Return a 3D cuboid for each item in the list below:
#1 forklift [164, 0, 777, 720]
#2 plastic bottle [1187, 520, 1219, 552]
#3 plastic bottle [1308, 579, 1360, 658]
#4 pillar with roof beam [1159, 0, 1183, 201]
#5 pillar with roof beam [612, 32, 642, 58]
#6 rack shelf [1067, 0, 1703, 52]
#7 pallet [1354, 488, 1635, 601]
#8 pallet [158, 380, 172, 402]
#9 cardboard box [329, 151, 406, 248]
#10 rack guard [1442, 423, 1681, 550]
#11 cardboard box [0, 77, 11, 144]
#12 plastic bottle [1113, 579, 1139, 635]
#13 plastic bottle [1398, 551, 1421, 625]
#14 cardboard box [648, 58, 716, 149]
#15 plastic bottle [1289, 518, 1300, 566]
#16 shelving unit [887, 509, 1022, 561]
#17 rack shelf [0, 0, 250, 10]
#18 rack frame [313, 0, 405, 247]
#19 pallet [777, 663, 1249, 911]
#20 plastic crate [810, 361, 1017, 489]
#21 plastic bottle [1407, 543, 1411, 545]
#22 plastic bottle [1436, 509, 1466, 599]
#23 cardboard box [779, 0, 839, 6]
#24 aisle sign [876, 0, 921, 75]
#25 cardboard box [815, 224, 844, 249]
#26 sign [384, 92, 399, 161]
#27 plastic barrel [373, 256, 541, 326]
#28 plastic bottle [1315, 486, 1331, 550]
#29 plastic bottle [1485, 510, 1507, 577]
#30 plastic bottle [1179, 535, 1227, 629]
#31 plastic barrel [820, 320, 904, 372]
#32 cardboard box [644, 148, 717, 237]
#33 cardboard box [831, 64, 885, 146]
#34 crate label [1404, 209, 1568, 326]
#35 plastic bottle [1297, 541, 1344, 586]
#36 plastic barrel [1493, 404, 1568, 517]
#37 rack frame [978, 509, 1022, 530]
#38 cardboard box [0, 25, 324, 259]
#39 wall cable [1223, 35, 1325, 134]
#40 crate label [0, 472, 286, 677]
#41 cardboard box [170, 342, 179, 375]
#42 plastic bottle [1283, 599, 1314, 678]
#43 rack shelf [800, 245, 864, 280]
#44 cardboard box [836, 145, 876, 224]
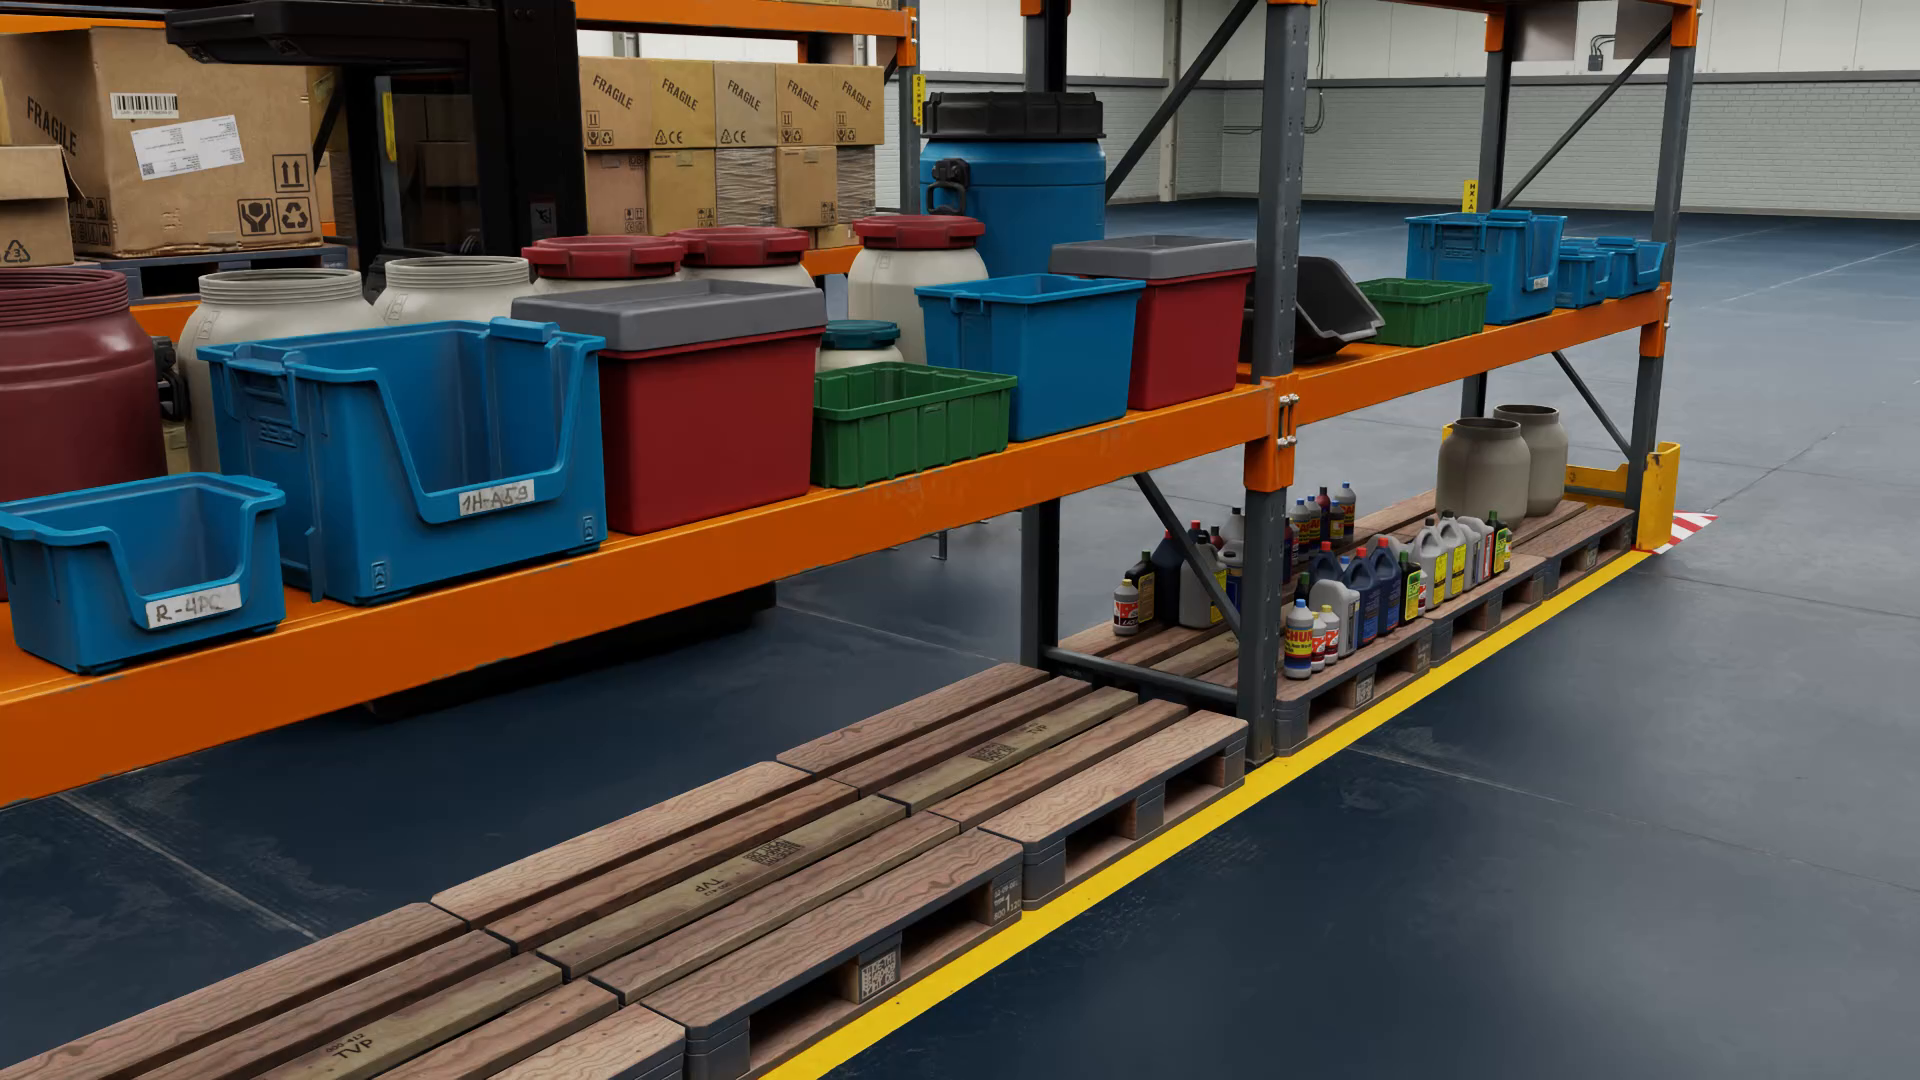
[{"bbox_3d":[-2.218,-0.910,6.252,3.031,2.935,1.130,-13,19,-41],"label":"forklift"},{"bbox_3d":[0.949,0.091,6.658,0.144,0.351,0.185,10,17,35],"label":"plastic bottle"},{"bbox_3d":[1.371,0.273,6.095,0.152,0.276,0.135,12,19,40],"label":"plastic bottle"},{"bbox_3d":[8.803,-12.601,39.949,9.100,9.000,0.400,11,18,38],"label":"pillar with roof beam"},{"bbox_3d":[-2.510,-9.154,26.379,9.100,9.000,0.400,11,18,38],"label":"pillar with roof beam"},{"bbox_3d":[1.905,-2.263,6.807,1.077,0.370,4.000,11,18,38],"label":"rack shelf"},{"bbox_3d":[2.636,-0.013,8.243,1.003,0.211,1.213,11,18,38],"label":"pallet"},{"bbox_3d":[-6.460,-1.110,12.564,1.003,0.211,1.213,11,18,38],"label":"pallet"},{"bbox_3d":[-2.874,-1.810,8.850,0.875,0.500,0.500,11,18,38],"label":"cardboard box"},{"bbox_3d":[3.151,-0.307,8.817,1.175,0.500,0.348,11,18,38],"label":"rack guard"},{"bbox_3d":[-6.740,-2.989,11.800,0.875,0.550,0.550,11,18,38],"label":"cardboard box"},{"bbox_3d":[0.634,0.251,6.334,0.097,0.201,0.097,0,14,0],"label":"plastic bottle"},{"bbox_3d":[1.733,0.177,6.457,0.061,0.283,0.133,12,19,40],"label":"plastic bottle"},{"bbox_3d":[-1.791,-2.554,9.747,0.500,0.500,0.500,11,18,38],"label":"cardboard box"},{"bbox_3d":[1.440,0.005,7.300,0.097,0.201,0.097,0,14,0],"label":"plastic bottle"},{"bbox_3d":[0.004,-0.728,8.443,0.431,1.500,0.755,11,18,38],"label":"shelving unit"},{"bbox_3d":[-4.461,-2.263,6.809,1.077,0.370,4.000,11,18,38],"label":"rack shelf"},{"bbox_3d":[-3.204,-1.541,8.597,1.000,3.000,0.127,11,18,38],"label":"rack frame"},{"bbox_3d":[0.185,0.733,5.308,1.003,0.211,1.213,11,18,38],"label":"pallet"},{"bbox_3d":[-0.227,-0.295,4.121,0.450,0.188,0.662,11,18,38],"label":"plastic crate"},{"bbox_3d":[1.859,0.115,6.869,0.097,0.201,0.097,0,14,0],"label":"plastic bottle"},{"bbox_3d":[1.981,0.053,6.811,0.144,0.351,0.185,12,19,40],"label":"plastic bottle"},{"bbox_3d":[-1.107,-3.461,10.365,0.500,0.250,0.500,11,18,38],"label":"cardboard box"},{"bbox_3d":[-0.418,-3.533,11.156,0.394,0.787,0.004,11,18,38],"label":"aisle sign"},{"bbox_3d":[-0.984,-1.995,10.895,0.380,0.149,0.250,11,18,38],"label":"cardboard box"},{"bbox_3d":[-2.771,-2.017,8.119,0.100,0.325,0.005,11,18,38],"label":"sign"},{"bbox_3d":[-1.121,-0.373,3.774,0.421,0.512,0.421,0,14,0],"label":"plastic barrel"},{"bbox_3d":[1.624,-0.098,7.539,0.061,0.283,0.133,12,18,38],"label":"plastic bottle"},{"bbox_3d":[2.289,0.007,7.125,0.061,0.283,0.133,12,18,39],"label":"plastic bottle"},{"bbox_3d":[0.941,0.150,6.425,0.144,0.351,0.185,11,18,38],"label":"plastic bottle"},{"bbox_3d":[-0.303,-0.478,4.693,0.301,0.262,0.301,0,14,0],"label":"plastic barrel"},{"bbox_3d":[-1.950,-2.101,9.995,0.875,0.500,0.500,11,18,38],"label":"cardboard box"},{"bbox_3d":[-0.844,-2.841,10.875,0.500,0.500,0.500,11,18,38],"label":"cardboard box"},{"bbox_3d":[2.216,-1.163,7.039,0.502,0.435,0.616,11,18,38],"label":"crate label"},{"bbox_3d":[1.366,0.183,6.295,0.144,0.351,0.185,11,18,38],"label":"plastic bottle"},{"bbox_3d":[2.808,-0.401,8.307,0.421,0.512,0.421,0,14,0],"label":"plastic barrel"},{"bbox_3d":[0.234,-0.798,8.719,0.400,1.500,0.023,11,18,38],"label":"rack frame"},{"bbox_3d":[-3.813,-1.905,7.958,1.000,1.000,1.000,11,18,38],"label":"cardboard box"},{"bbox_3d":[8.335,-12.122,44.369,3.097,2.526,0.112,11,18,38],"label":"wall cable"},{"bbox_3d":[-1.310,0.050,2.674,0.303,0.233,0.416,11,18,38],"label":"crate label"},{"bbox_3d":[-5.986,-1.785,13.018,0.875,0.875,0.875,11,18,38],"label":"cardboard box"},{"bbox_3d":[1.189,0.341,5.835,0.097,0.271,0.097,0,14,0],"label":"plastic bottle"},{"bbox_3d":[-1.947,-1.575,10.193,1.077,0.370,4.000,11,18,38],"label":"rack shelf"},{"bbox_3d":[-1.057,-2.399,11.166,0.875,0.500,0.500,11,18,38],"label":"cardboard box"}]
